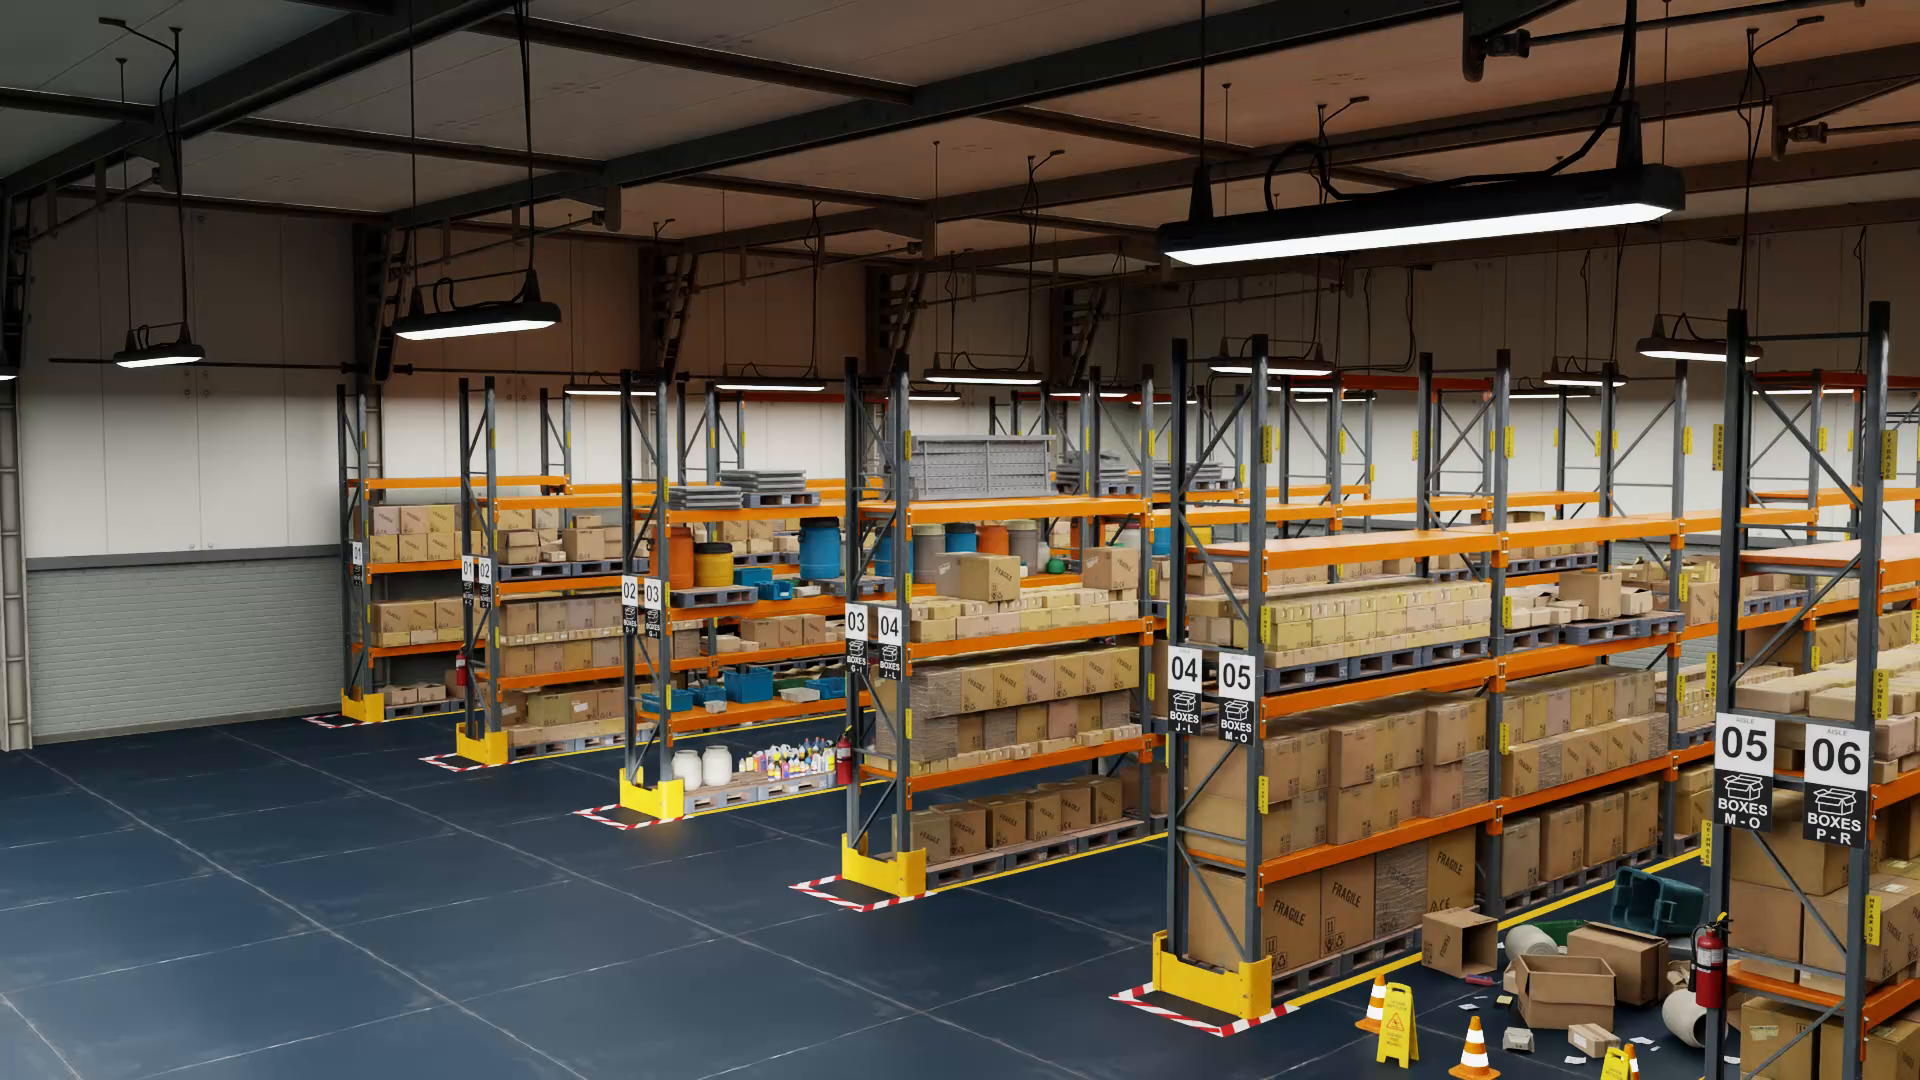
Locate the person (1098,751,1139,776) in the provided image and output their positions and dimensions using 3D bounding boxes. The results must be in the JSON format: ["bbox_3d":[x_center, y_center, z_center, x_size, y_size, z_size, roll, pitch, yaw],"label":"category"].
[{"bbox_3d":[2.346,2.753,24.821,1.019,1.557,0.440,-3,5,-37],"label":"person"}]

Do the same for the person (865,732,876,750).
[{"bbox_3d":[-1.153,2.553,26.931,0.873,1.639,0.504,-1,4,-15],"label":"person"}]
